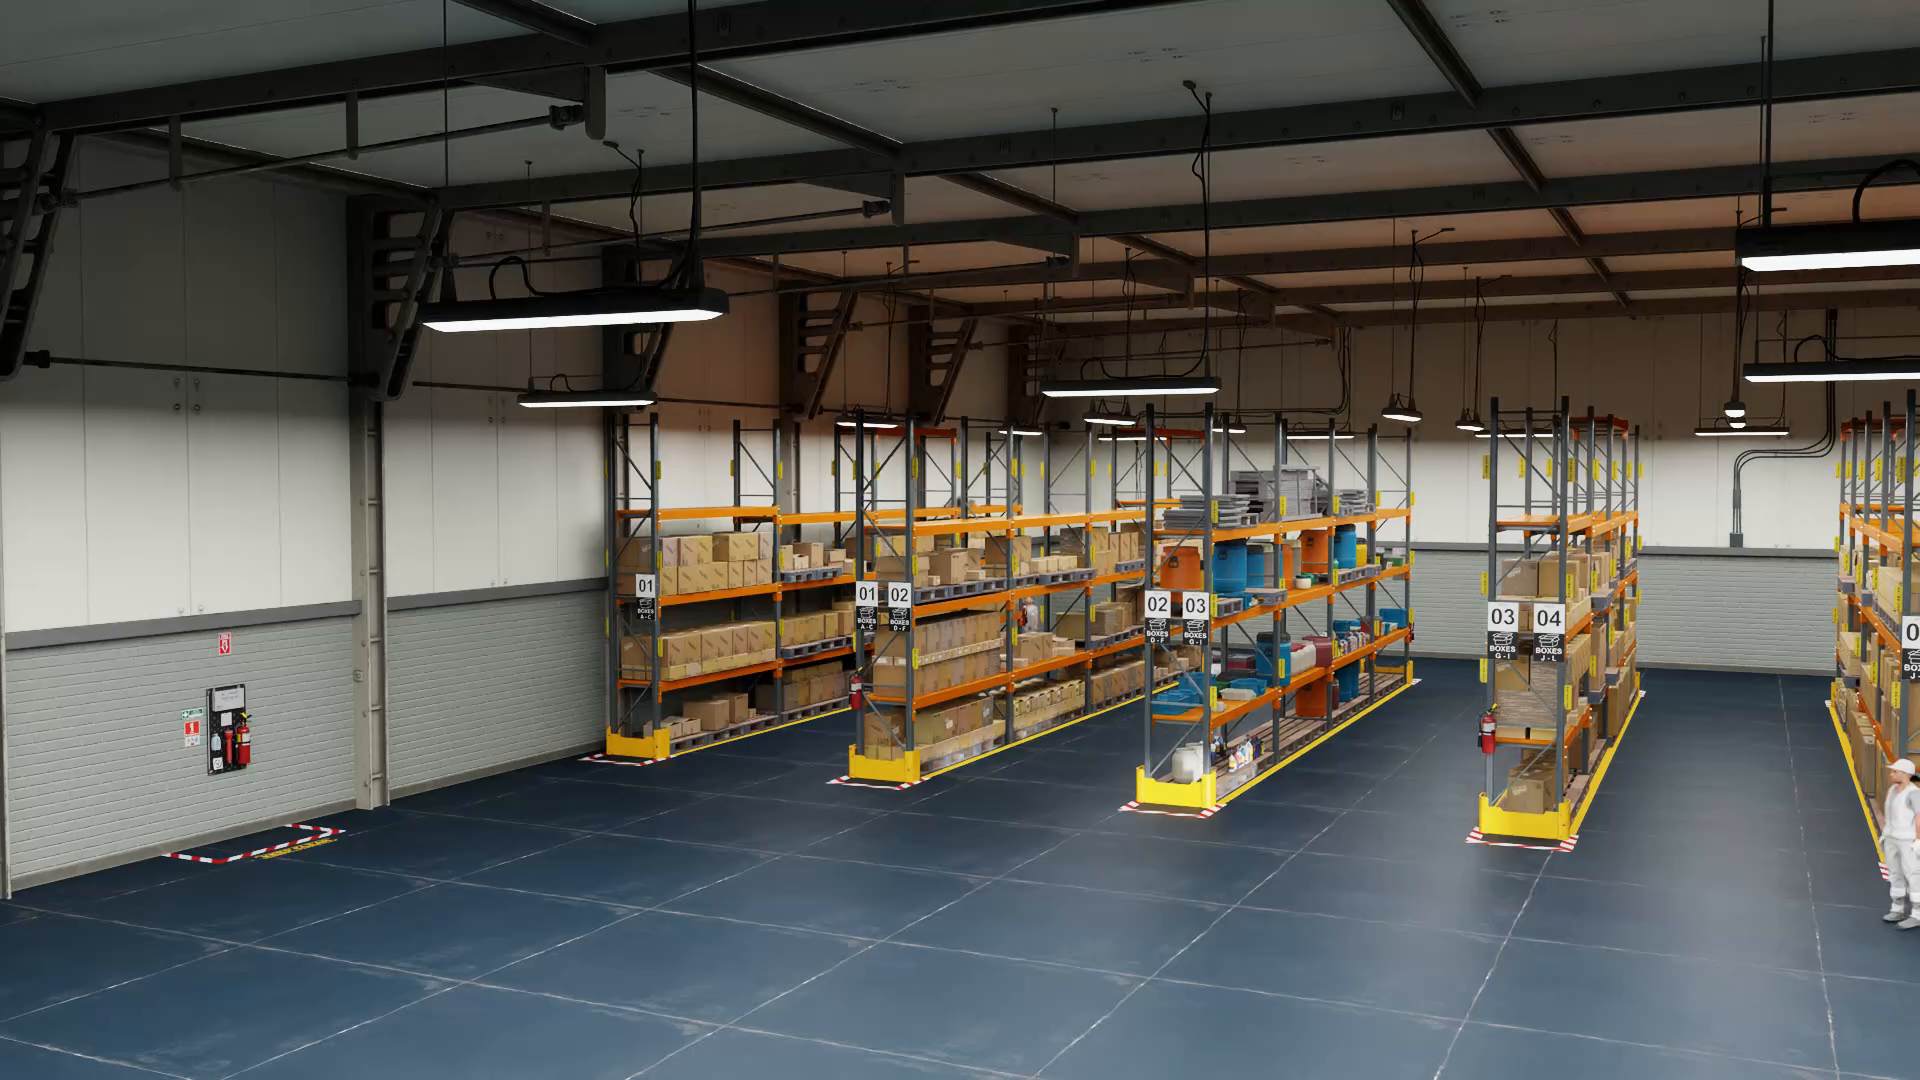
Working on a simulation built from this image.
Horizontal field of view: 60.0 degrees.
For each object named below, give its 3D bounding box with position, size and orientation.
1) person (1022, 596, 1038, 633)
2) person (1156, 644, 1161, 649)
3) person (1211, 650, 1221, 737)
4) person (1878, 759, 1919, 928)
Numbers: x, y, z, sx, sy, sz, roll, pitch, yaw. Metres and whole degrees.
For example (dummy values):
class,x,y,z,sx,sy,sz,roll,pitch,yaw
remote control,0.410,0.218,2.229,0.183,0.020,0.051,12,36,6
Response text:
class,x,y,z,sx,sy,sz,roll,pitch,yaw
person,1.852,2.310,44.427,0.492,1.678,0.410,0,2,-5
person,5.235,2.305,44.214,0.582,1.731,0.428,1,3,20
person,4.734,2.880,30.641,0.414,1.715,0.669,2,3,32
person,10.402,3.326,18.388,0.417,1.793,0.591,-1,2,-15
